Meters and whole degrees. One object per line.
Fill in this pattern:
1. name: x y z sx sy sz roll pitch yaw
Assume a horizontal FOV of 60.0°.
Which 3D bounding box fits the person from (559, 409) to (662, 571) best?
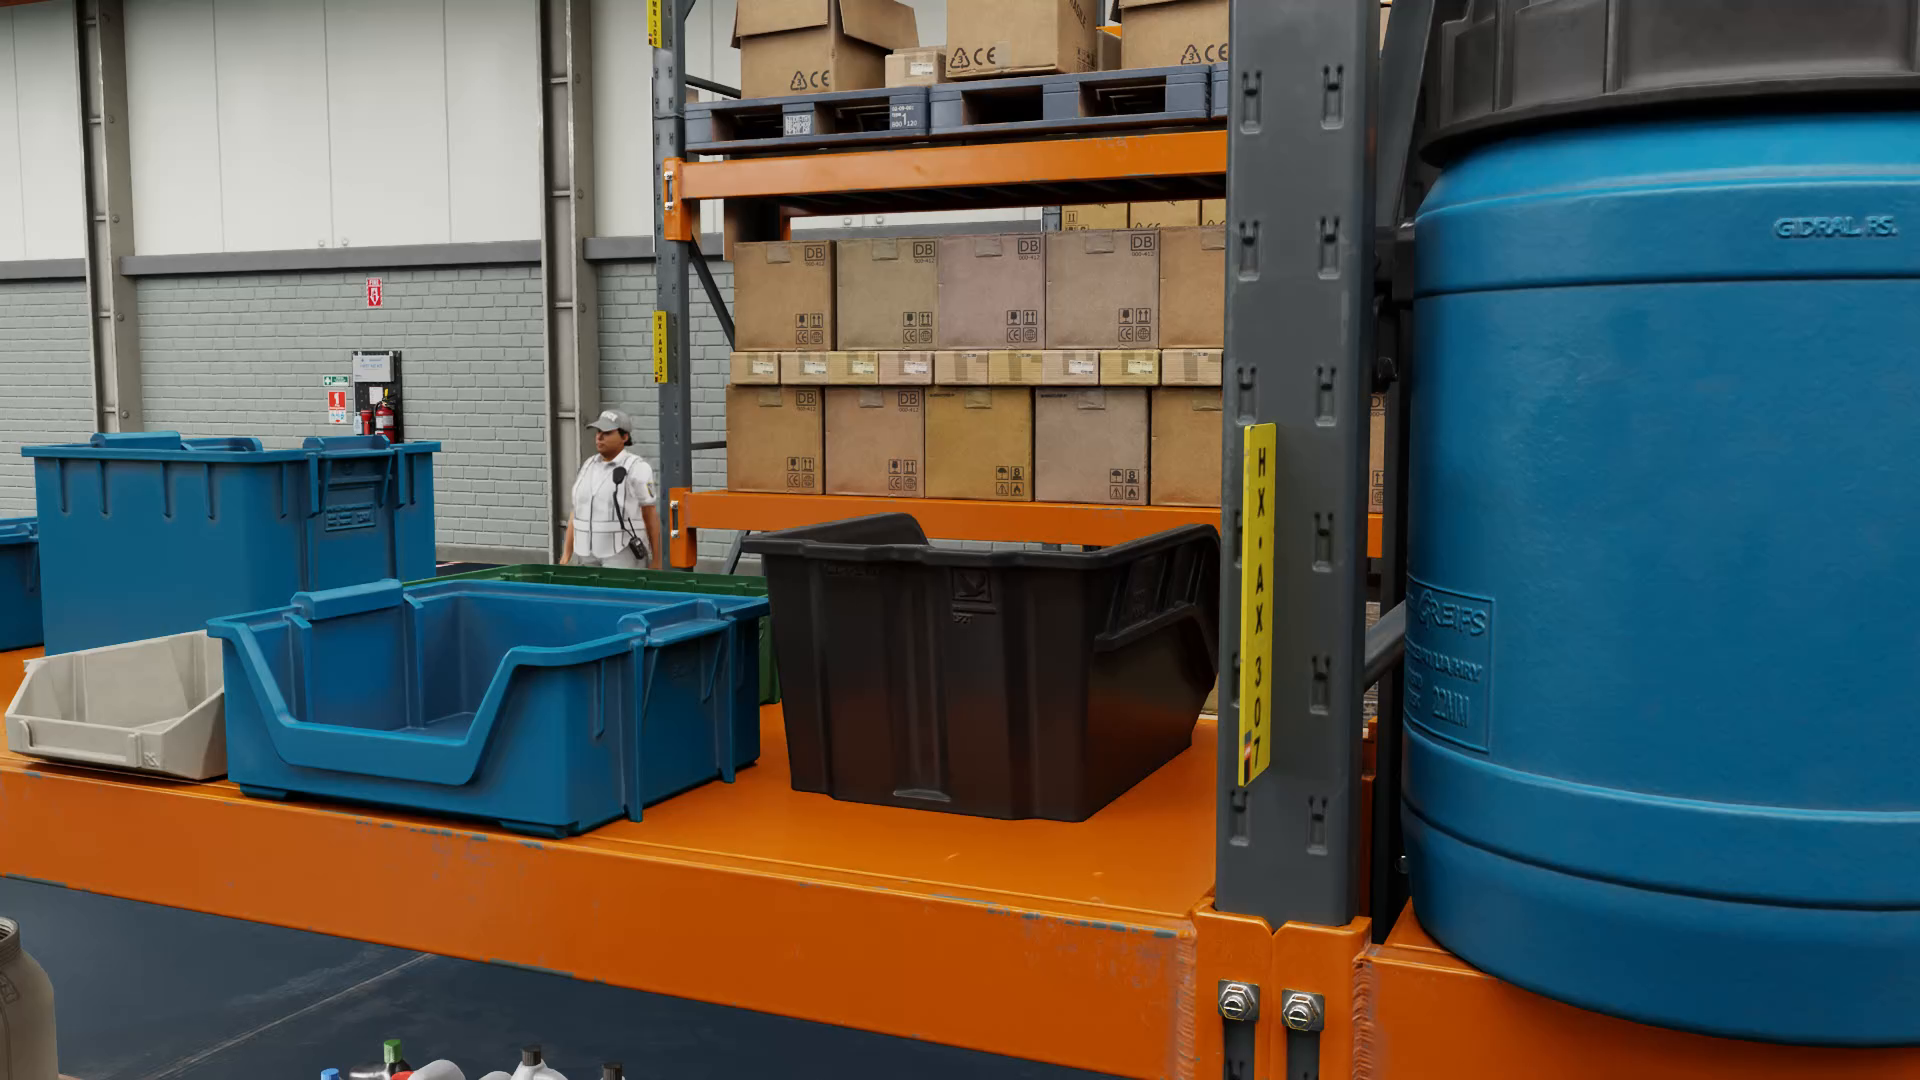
1. person: -1.980 0.103 9.185 0.508 1.641 0.890 3 6 28
